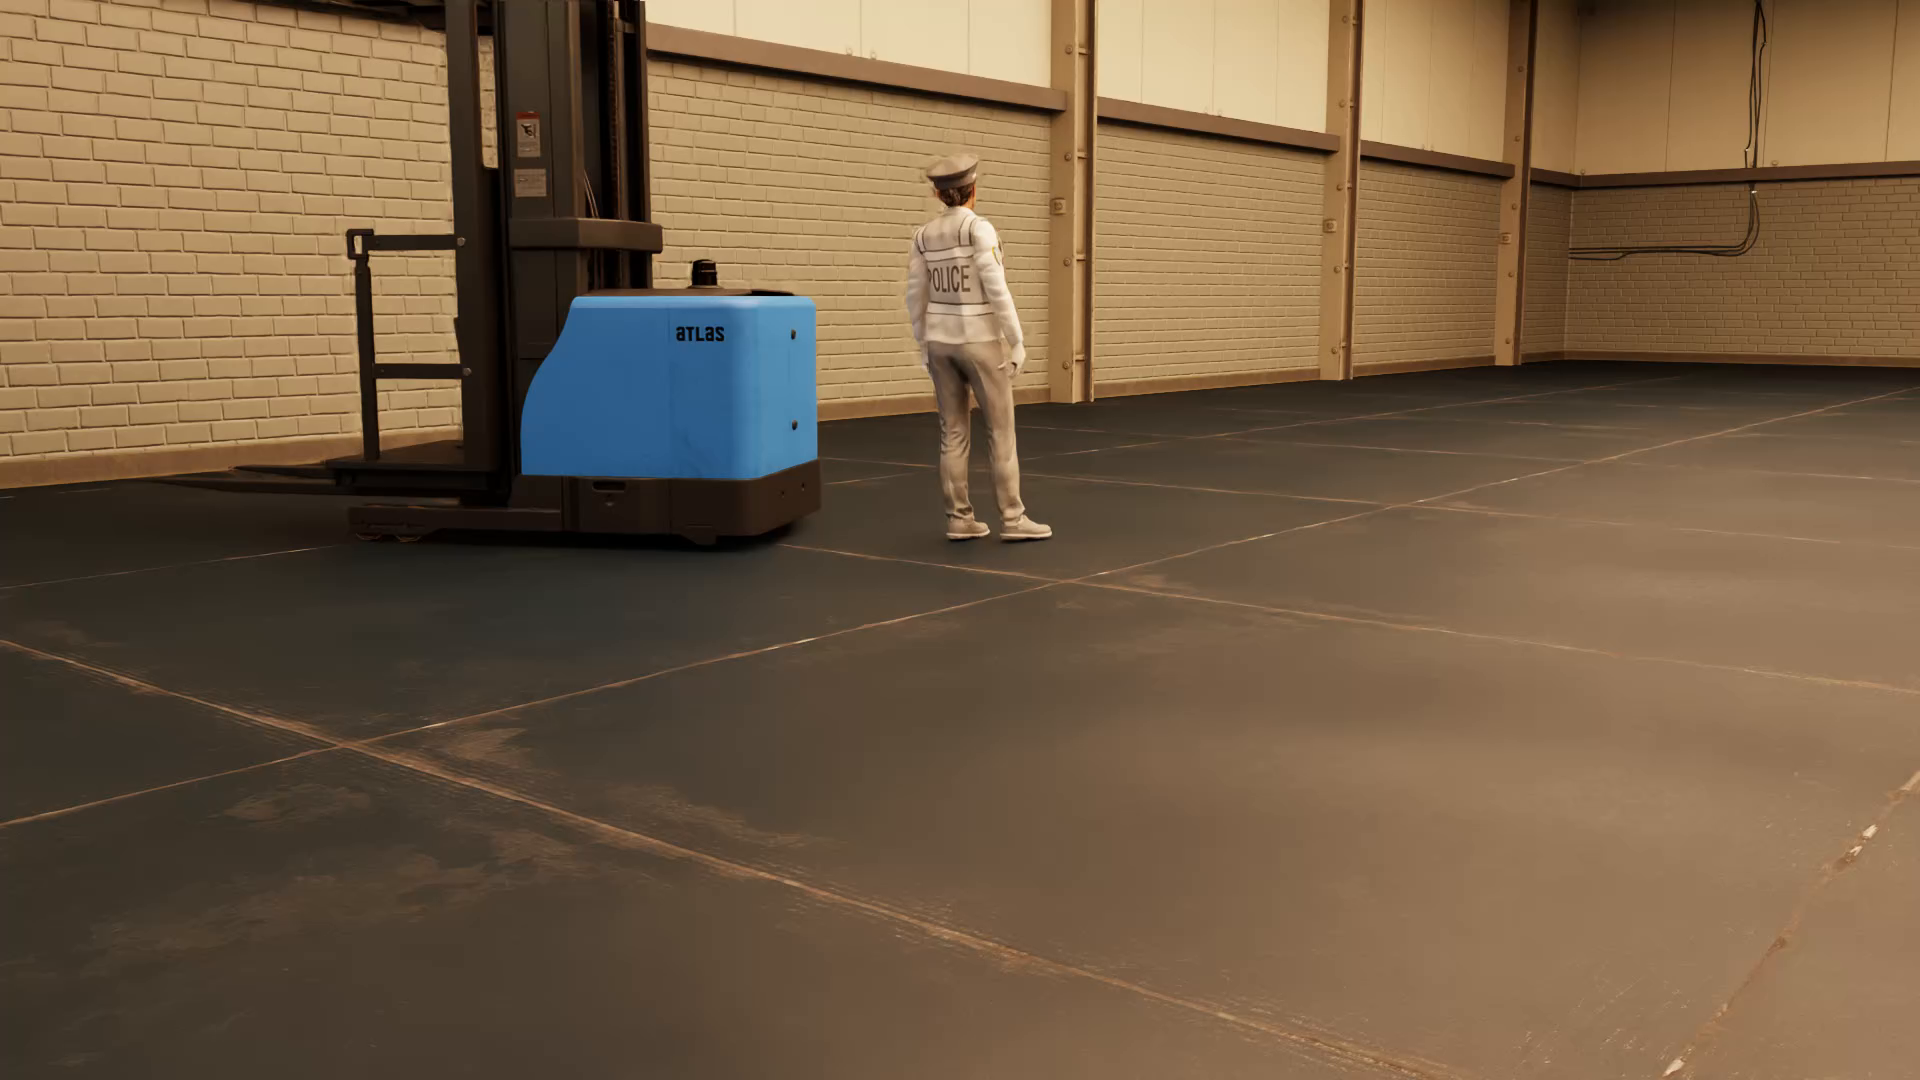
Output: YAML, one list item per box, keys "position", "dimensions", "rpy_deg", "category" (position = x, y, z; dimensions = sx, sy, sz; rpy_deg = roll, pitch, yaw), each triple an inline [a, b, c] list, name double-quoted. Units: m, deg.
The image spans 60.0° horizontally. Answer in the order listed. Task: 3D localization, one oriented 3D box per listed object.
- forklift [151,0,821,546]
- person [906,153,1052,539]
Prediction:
- position: [-2.233, -1.510, 7.602]
  dimensions: [3.031, 2.935, 1.130]
  rpy_deg: [2, 9, 12]
  category: "forklift"
- position: [0.056, -0.848, 7.357]
  dimensions: [0.598, 1.693, 0.497]
  rpy_deg: [6, 10, 37]
  category: "person"
